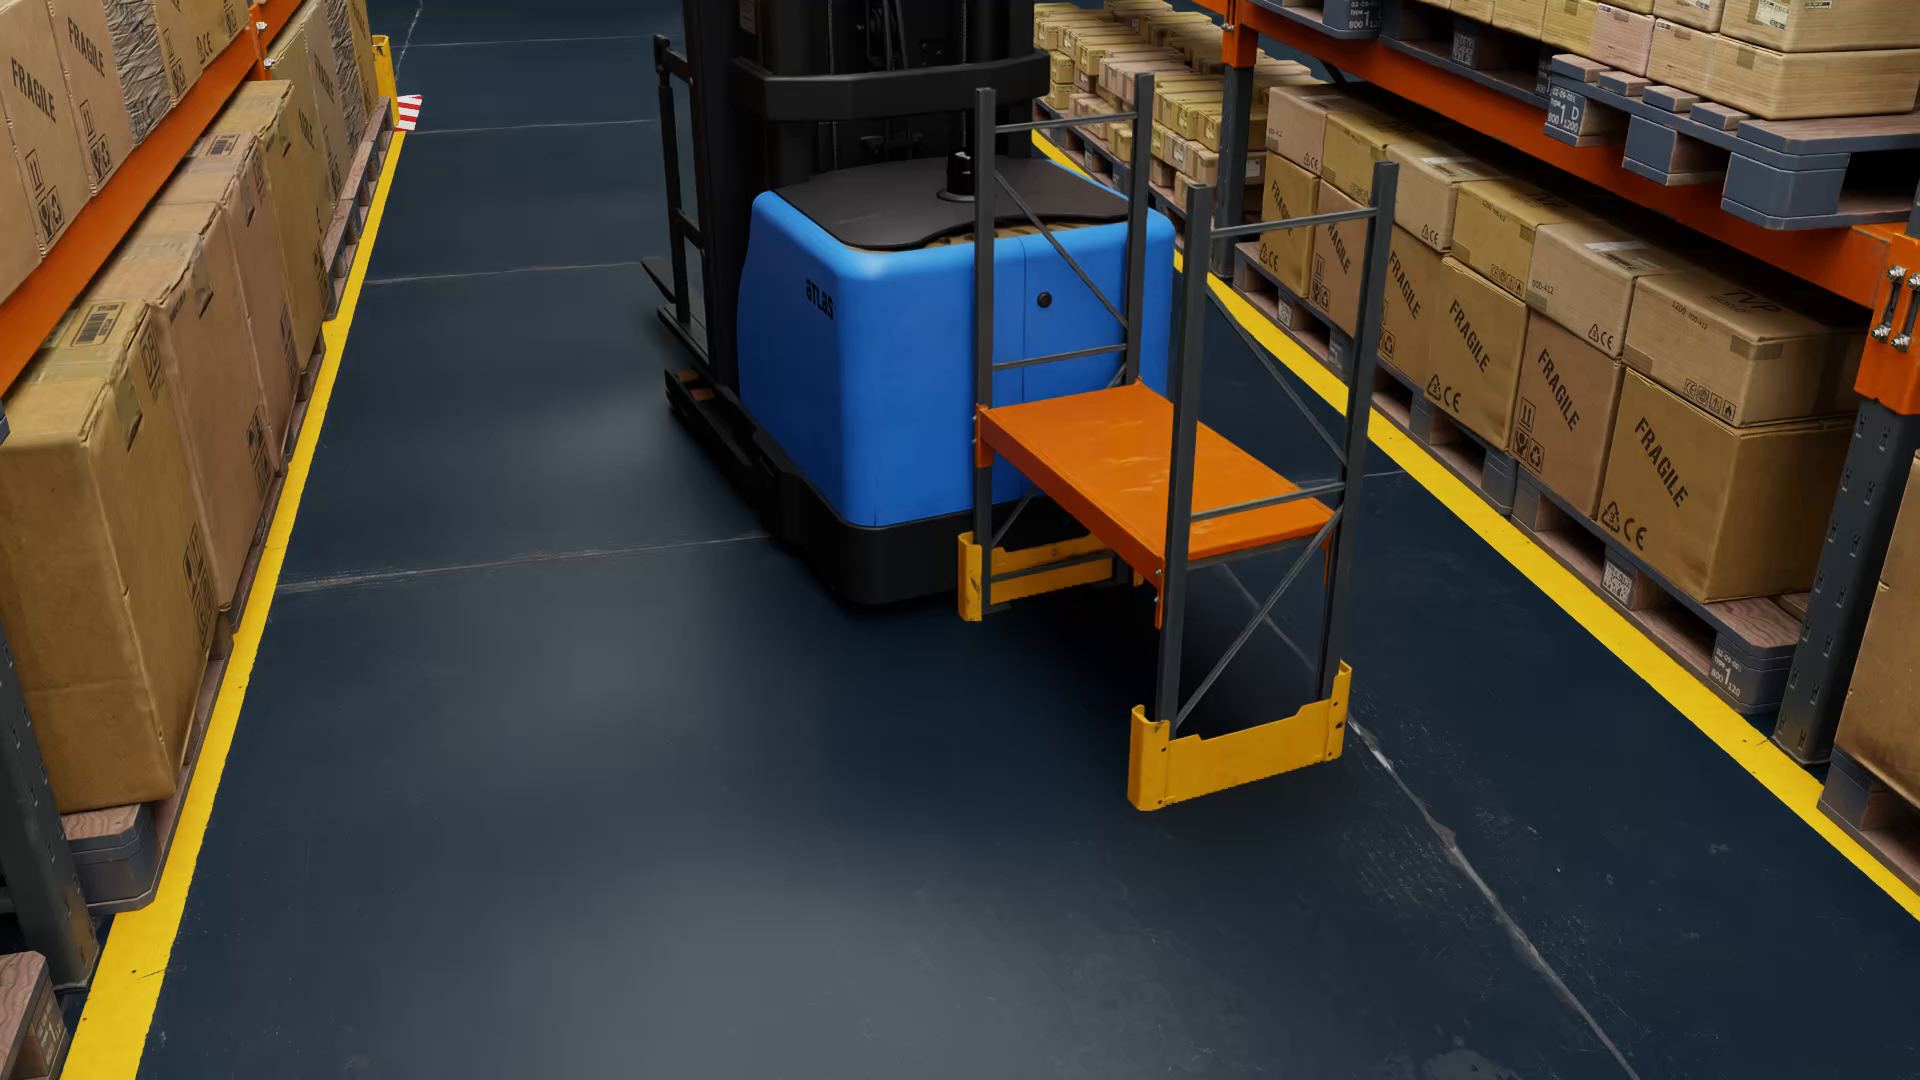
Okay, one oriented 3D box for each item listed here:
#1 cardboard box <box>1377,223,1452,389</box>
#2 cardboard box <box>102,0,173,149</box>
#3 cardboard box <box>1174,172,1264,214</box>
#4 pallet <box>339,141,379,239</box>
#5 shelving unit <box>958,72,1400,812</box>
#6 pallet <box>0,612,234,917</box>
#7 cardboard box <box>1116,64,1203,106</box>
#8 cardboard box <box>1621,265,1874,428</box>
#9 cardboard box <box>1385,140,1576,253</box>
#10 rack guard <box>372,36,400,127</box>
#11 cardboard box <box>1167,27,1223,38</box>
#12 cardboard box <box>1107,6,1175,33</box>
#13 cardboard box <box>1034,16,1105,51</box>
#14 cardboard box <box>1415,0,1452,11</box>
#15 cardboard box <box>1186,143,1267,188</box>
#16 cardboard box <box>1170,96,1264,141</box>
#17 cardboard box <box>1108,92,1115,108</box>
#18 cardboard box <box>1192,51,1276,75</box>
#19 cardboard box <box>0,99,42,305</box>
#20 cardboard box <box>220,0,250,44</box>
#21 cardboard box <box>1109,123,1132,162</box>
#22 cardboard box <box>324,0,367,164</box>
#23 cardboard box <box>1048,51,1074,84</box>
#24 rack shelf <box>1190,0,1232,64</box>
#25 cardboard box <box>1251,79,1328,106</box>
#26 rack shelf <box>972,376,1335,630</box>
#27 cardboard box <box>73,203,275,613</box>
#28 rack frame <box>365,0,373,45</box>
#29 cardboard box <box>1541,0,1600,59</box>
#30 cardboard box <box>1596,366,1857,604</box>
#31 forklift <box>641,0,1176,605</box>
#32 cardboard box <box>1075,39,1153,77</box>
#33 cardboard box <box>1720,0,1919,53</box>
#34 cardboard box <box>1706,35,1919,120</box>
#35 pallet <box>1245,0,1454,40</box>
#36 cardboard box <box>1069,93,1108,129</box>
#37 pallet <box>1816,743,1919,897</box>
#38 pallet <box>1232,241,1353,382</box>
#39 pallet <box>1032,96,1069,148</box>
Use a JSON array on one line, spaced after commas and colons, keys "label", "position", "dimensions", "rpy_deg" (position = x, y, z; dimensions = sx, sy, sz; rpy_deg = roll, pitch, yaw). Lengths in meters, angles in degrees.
[{"label": "cardboard box", "position": [1.821, -0.865, 5.942], "dimensions": [0.500, 0.500, 0.500], "rpy_deg": [-5, 27, -11]}, {"label": "cardboard box", "position": [-2.485, -1.346, 4.476], "dimensions": [0.500, 0.500, 0.500], "rpy_deg": [-6, 27, -11]}, {"label": "cardboard box", "position": [1.241, -1.657, 7.902], "dimensions": [0.380, 0.149, 0.250], "rpy_deg": [-6, 27, -11]}, {"label": "pallet", "position": [-3.568, -1.779, 8.541], "dimensions": [1.003, 0.211, 1.213], "rpy_deg": [-6, 27, -12]}, {"label": "shelving unit", "position": [0.477, -0.294, 4.168], "dimensions": [0.587, 1.500, 1.083], "rpy_deg": [-11, 29, -22]}, {"label": "pallet", "position": [-2.397, 0.501, 4.022], "dimensions": [1.003, 0.211, 1.213], "rpy_deg": [-6, 27, -12]}, {"label": "cardboard box", "position": [1.035, -2.363, 8.641], "dimensions": [0.380, 0.149, 0.250], "rpy_deg": [-7, 28, -14]}, {"label": "cardboard box", "position": [2.153, -0.529, 4.445], "dimensions": [0.500, 0.250, 0.500], "rpy_deg": [-7, 28, -13]}, {"label": "cardboard box", "position": [1.803, -1.202, 5.779], "dimensions": [0.500, 0.250, 0.500], "rpy_deg": [-5, 27, -10]}, {"label": "rack guard", "position": [-4.101, -2.796, 10.235], "dimensions": [1.175, 0.500, 0.348], "rpy_deg": [-6, 27, -12]}, {"label": "cardboard box", "position": [1.420, -2.885, 9.675], "dimensions": [0.380, 0.149, 0.250], "rpy_deg": [-5, 27, -10]}, {"label": "cardboard box", "position": [1.127, -3.219, 10.335], "dimensions": [0.380, 0.149, 0.250], "rpy_deg": [-5, 27, -11]}, {"label": "cardboard box", "position": [0.658, -3.044, 9.990], "dimensions": [0.380, 0.149, 0.250], "rpy_deg": [-6, 27, -12]}, {"label": "cardboard box", "position": [1.655, -1.777, 5.255], "dimensions": [0.380, 0.149, 0.250], "rpy_deg": [-7, 28, -14]}, {"label": "cardboard box", "position": [1.280, -1.759, 7.773], "dimensions": [0.380, 0.149, 0.250], "rpy_deg": [-5, 27, -11]}, {"label": "cardboard box", "position": [1.231, -2.023, 7.967], "dimensions": [0.380, 0.149, 0.250], "rpy_deg": [-6, 27, -11]}, {"label": "cardboard box", "position": [1.033, -2.463, 9.169], "dimensions": [0.380, 0.149, 0.250], "rpy_deg": [-5, 27, -9]}, {"label": "cardboard box", "position": [1.475, -2.534, 8.979], "dimensions": [0.380, 0.149, 0.250], "rpy_deg": [-7, 28, -14]}, {"label": "cardboard box", "position": [-2.137, -0.675, 3.148], "dimensions": [0.500, 0.500, 0.500], "rpy_deg": [-5, 27, -10]}, {"label": "cardboard box", "position": [-2.823, -2.013, 5.798], "dimensions": [0.500, 0.500, 0.500], "rpy_deg": [-6, 27, -11]}, {"label": "cardboard box", "position": [1.007, -2.112, 8.803], "dimensions": [0.380, 0.149, 0.250], "rpy_deg": [-6, 27, -12]}, {"label": "cardboard box", "position": [-3.668, -2.468, 8.703], "dimensions": [0.875, 0.875, 0.875], "rpy_deg": [-6, 27, -12]}, {"label": "cardboard box", "position": [0.728, -2.804, 9.845], "dimensions": [0.380, 0.149, 0.250], "rpy_deg": [-5, 27, -10]}, {"label": "rack shelf", "position": [1.210, -3.162, 8.984], "dimensions": [1.077, 0.370, 4.000], "rpy_deg": [-6, 27, -12]}, {"label": "cardboard box", "position": [1.676, -2.191, 8.299], "dimensions": [0.380, 0.149, 0.250], "rpy_deg": [-6, 27, -12]}, {"label": "rack shelf", "position": [0.480, -0.130, 4.242], "dimensions": [0.538, 0.185, 1.000], "rpy_deg": [-11, 29, -22]}, {"label": "cardboard box", "position": [-2.621, -0.326, 4.459], "dimensions": [1.225, 0.875, 0.875], "rpy_deg": [-6, 27, -11]}, {"label": "rack frame", "position": [-4.095, -3.902, 9.651], "dimensions": [1.000, 3.000, 0.127], "rpy_deg": [-6, 27, -12]}, {"label": "cardboard box", "position": [1.838, -1.426, 4.559], "dimensions": [0.380, 0.149, 0.250], "rpy_deg": [-6, 27, -12]}, {"label": "cardboard box", "position": [2.160, -0.183, 4.592], "dimensions": [0.500, 0.500, 0.500], "rpy_deg": [-6, 27, -12]}, {"label": "forklift", "position": [-0.441, -1.763, 5.491], "dimensions": [1.130, 2.935, 3.031], "rpy_deg": [-11, 29, -22]}, {"label": "cardboard box", "position": [0.863, -2.701, 9.310], "dimensions": [0.380, 0.149, 0.250], "rpy_deg": [-6, 27, -11]}, {"label": "cardboard box", "position": [2.008, -1.228, 3.836], "dimensions": [0.380, 0.149, 0.250], "rpy_deg": [-5, 27, -11]}, {"label": "cardboard box", "position": [2.004, -1.094, 3.902], "dimensions": [0.380, 0.149, 0.250], "rpy_deg": [-5, 27, -11]}, {"label": "pallet", "position": [1.692, -2.169, 6.431], "dimensions": [1.003, 0.211, 1.213], "rpy_deg": [-6, 27, -12]}, {"label": "cardboard box", "position": [0.840, -2.454, 9.482], "dimensions": [0.380, 0.149, 0.250], "rpy_deg": [-7, 28, -14]}, {"label": "pallet", "position": [2.667, 0.750, 3.531], "dimensions": [1.003, 0.211, 1.213], "rpy_deg": [-6, 27, -12]}, {"label": "pallet", "position": [1.838, -1.019, 7.034], "dimensions": [1.003, 0.211, 1.213], "rpy_deg": [-6, 27, -12]}, {"label": "pallet", "position": [0.925, -2.723, 10.410], "dimensions": [1.003, 0.211, 1.213], "rpy_deg": [-6, 27, -12]}]
